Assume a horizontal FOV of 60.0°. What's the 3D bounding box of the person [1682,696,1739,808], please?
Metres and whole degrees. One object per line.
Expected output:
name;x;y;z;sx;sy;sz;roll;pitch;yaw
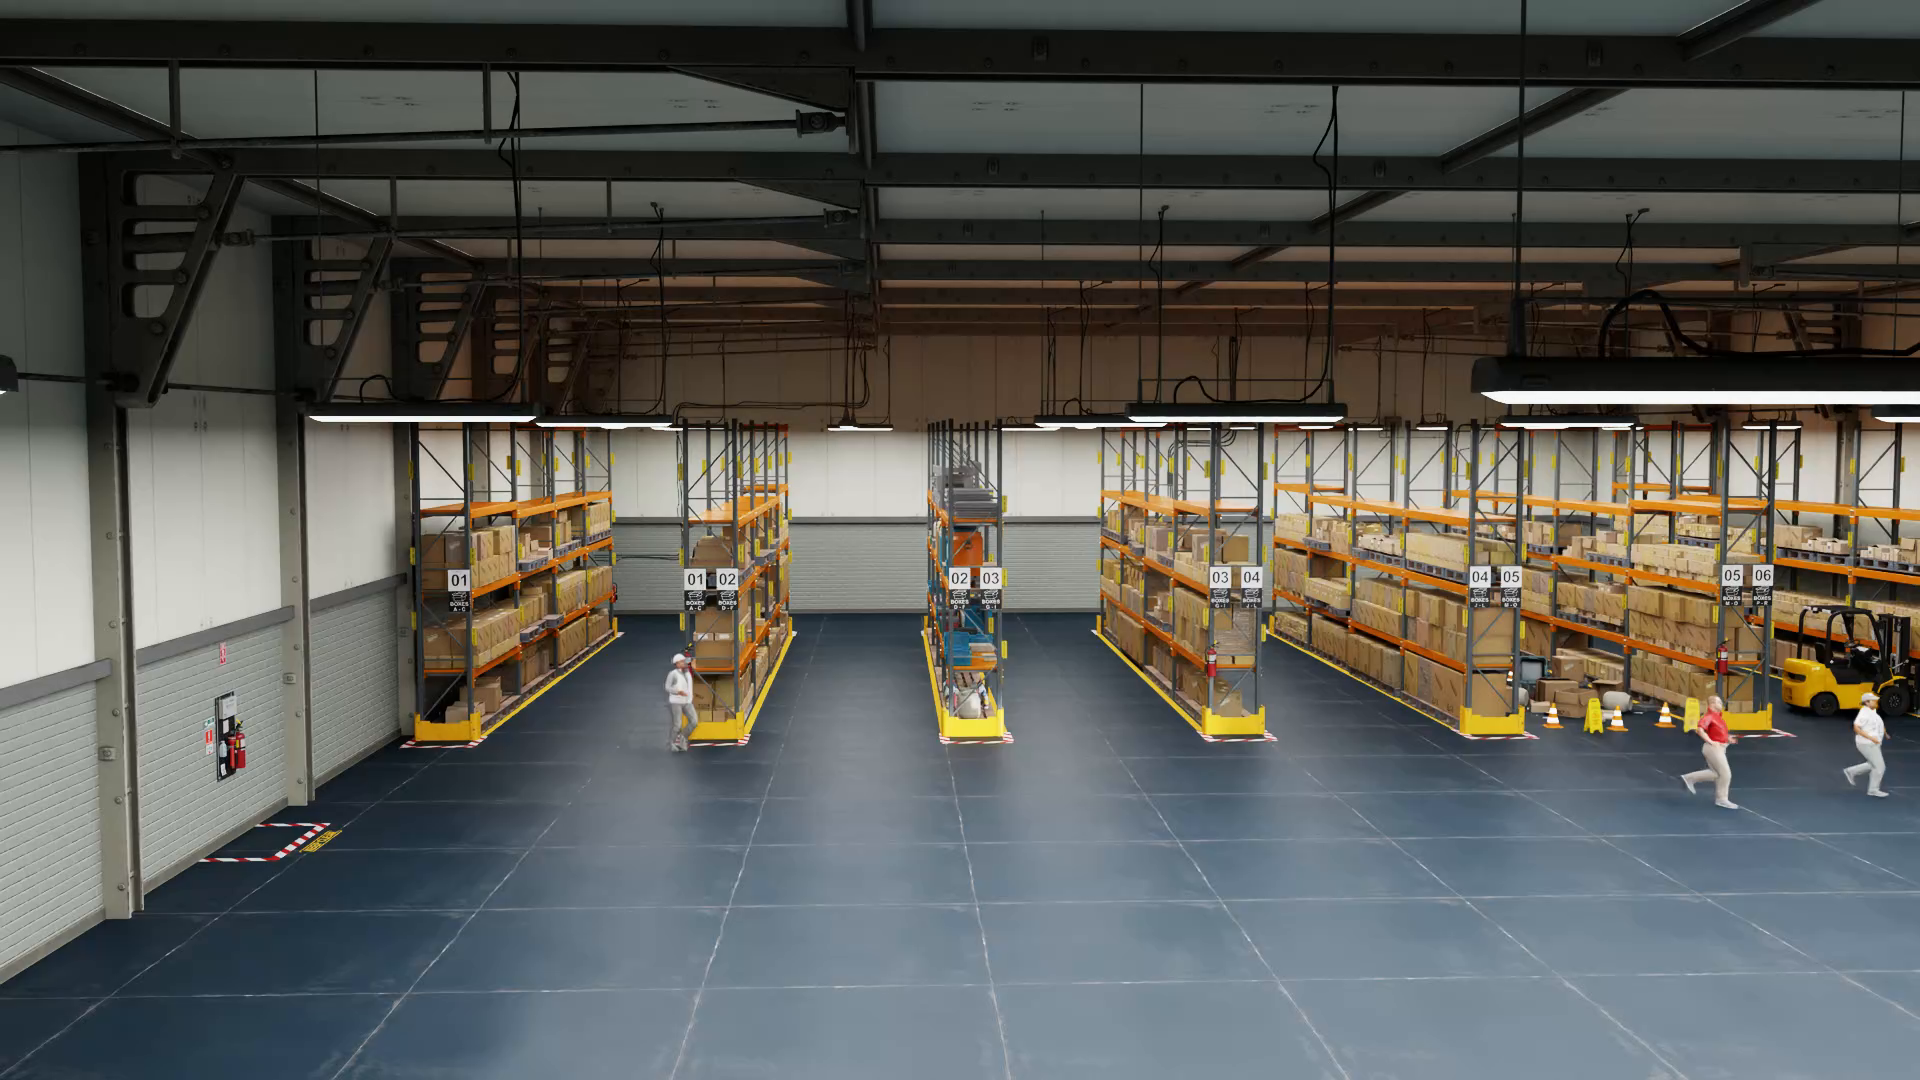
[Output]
person;11.562;3.250;25.606;0.826;1.713;0.663;2;4;31

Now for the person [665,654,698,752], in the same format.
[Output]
person;-4.982;2.931;29.901;0.573;1.761;0.673;3;5;41

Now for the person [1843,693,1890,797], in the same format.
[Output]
person;14.363;3.230;26.351;0.688;1.607;0.613;3;5;41
